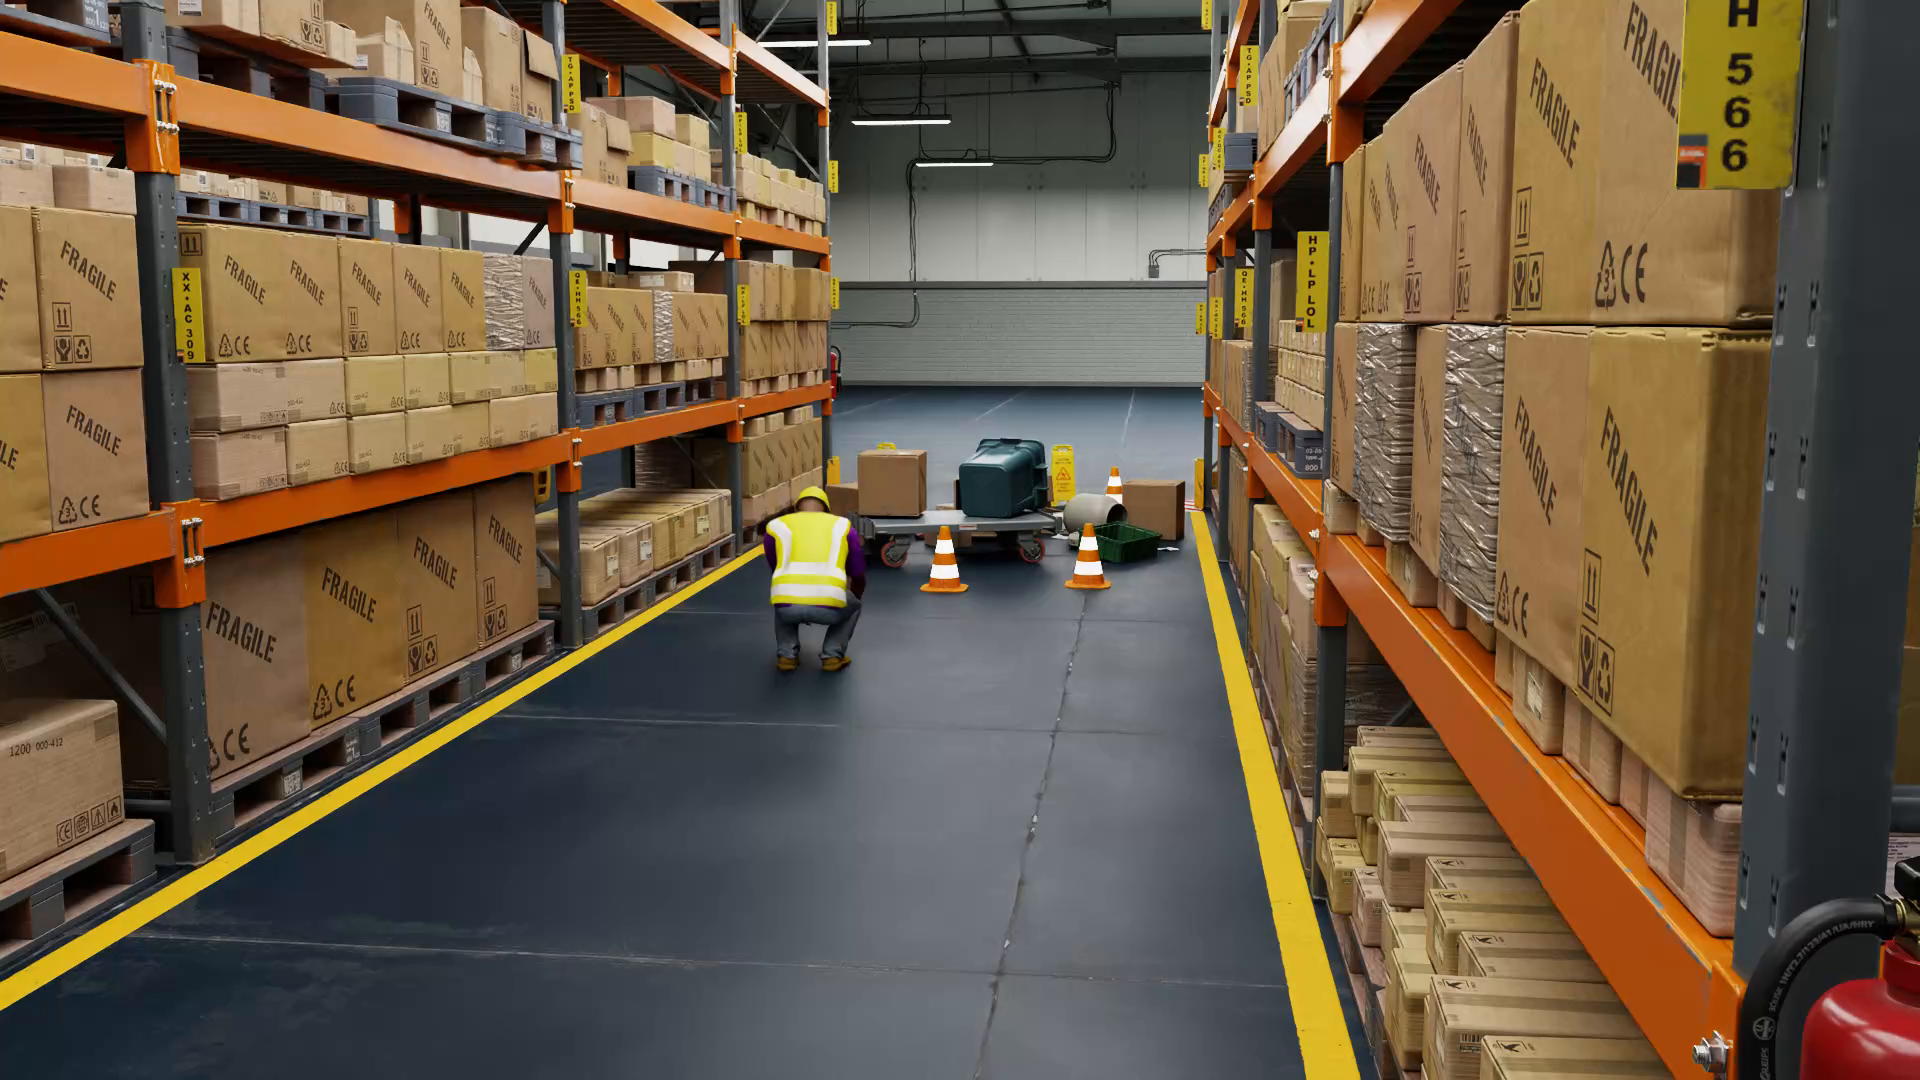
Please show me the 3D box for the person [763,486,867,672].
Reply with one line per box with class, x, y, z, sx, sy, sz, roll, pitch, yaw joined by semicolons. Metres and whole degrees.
person;-0.851;0.211;9.568;0.584;0.998;0.889;1;8;6
